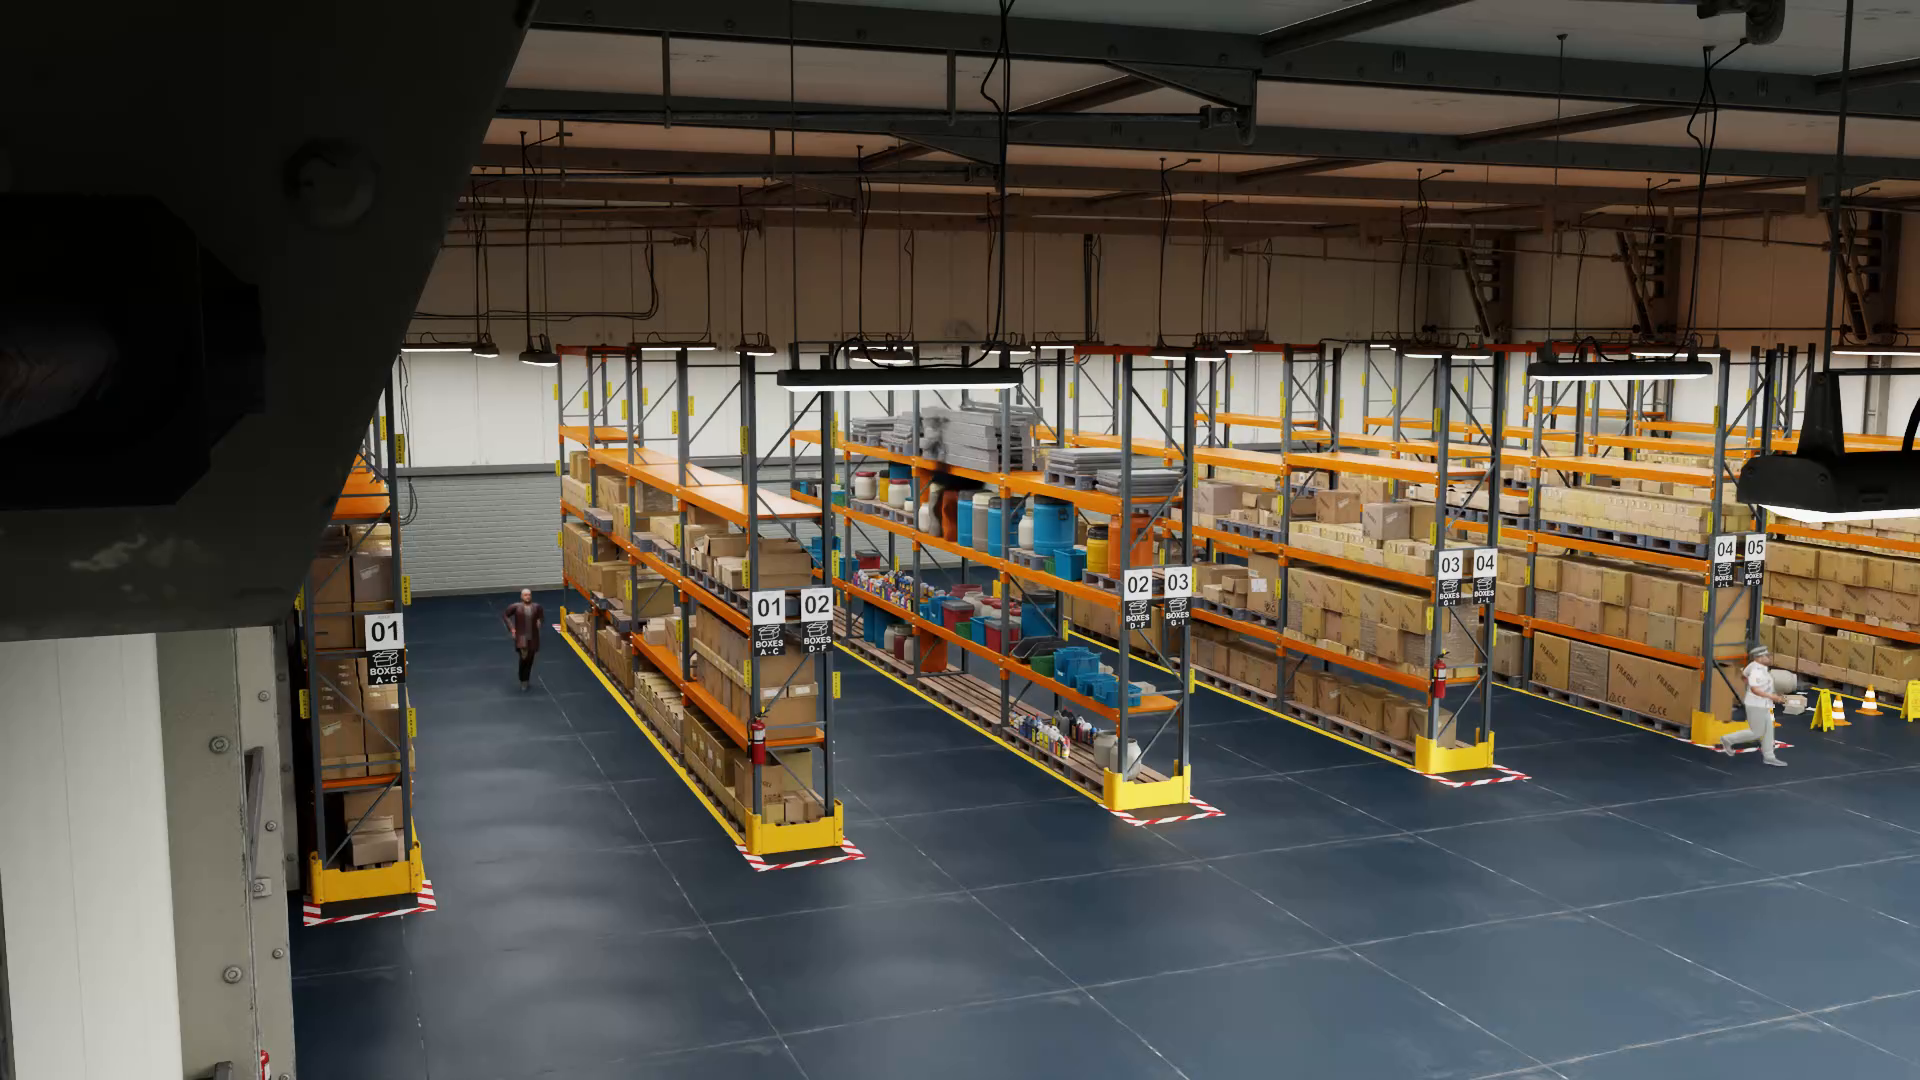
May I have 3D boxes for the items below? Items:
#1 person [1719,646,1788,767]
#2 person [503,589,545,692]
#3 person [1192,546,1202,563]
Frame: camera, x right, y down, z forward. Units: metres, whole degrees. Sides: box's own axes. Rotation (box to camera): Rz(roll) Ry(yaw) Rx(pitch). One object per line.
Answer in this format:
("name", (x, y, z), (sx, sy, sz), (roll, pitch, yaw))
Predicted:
("person", (11.567, 2.394, 24.171), (0.929, 1.771, 0.674), (3, 8, 25))
("person", (-7.616, 1.757, 29.232), (0.679, 1.816, 0.800), (-4, 8, -31))
("person", (5.058, 0.938, 36.203), (0.657, 1.628, 0.531), (-3, 8, -21))
